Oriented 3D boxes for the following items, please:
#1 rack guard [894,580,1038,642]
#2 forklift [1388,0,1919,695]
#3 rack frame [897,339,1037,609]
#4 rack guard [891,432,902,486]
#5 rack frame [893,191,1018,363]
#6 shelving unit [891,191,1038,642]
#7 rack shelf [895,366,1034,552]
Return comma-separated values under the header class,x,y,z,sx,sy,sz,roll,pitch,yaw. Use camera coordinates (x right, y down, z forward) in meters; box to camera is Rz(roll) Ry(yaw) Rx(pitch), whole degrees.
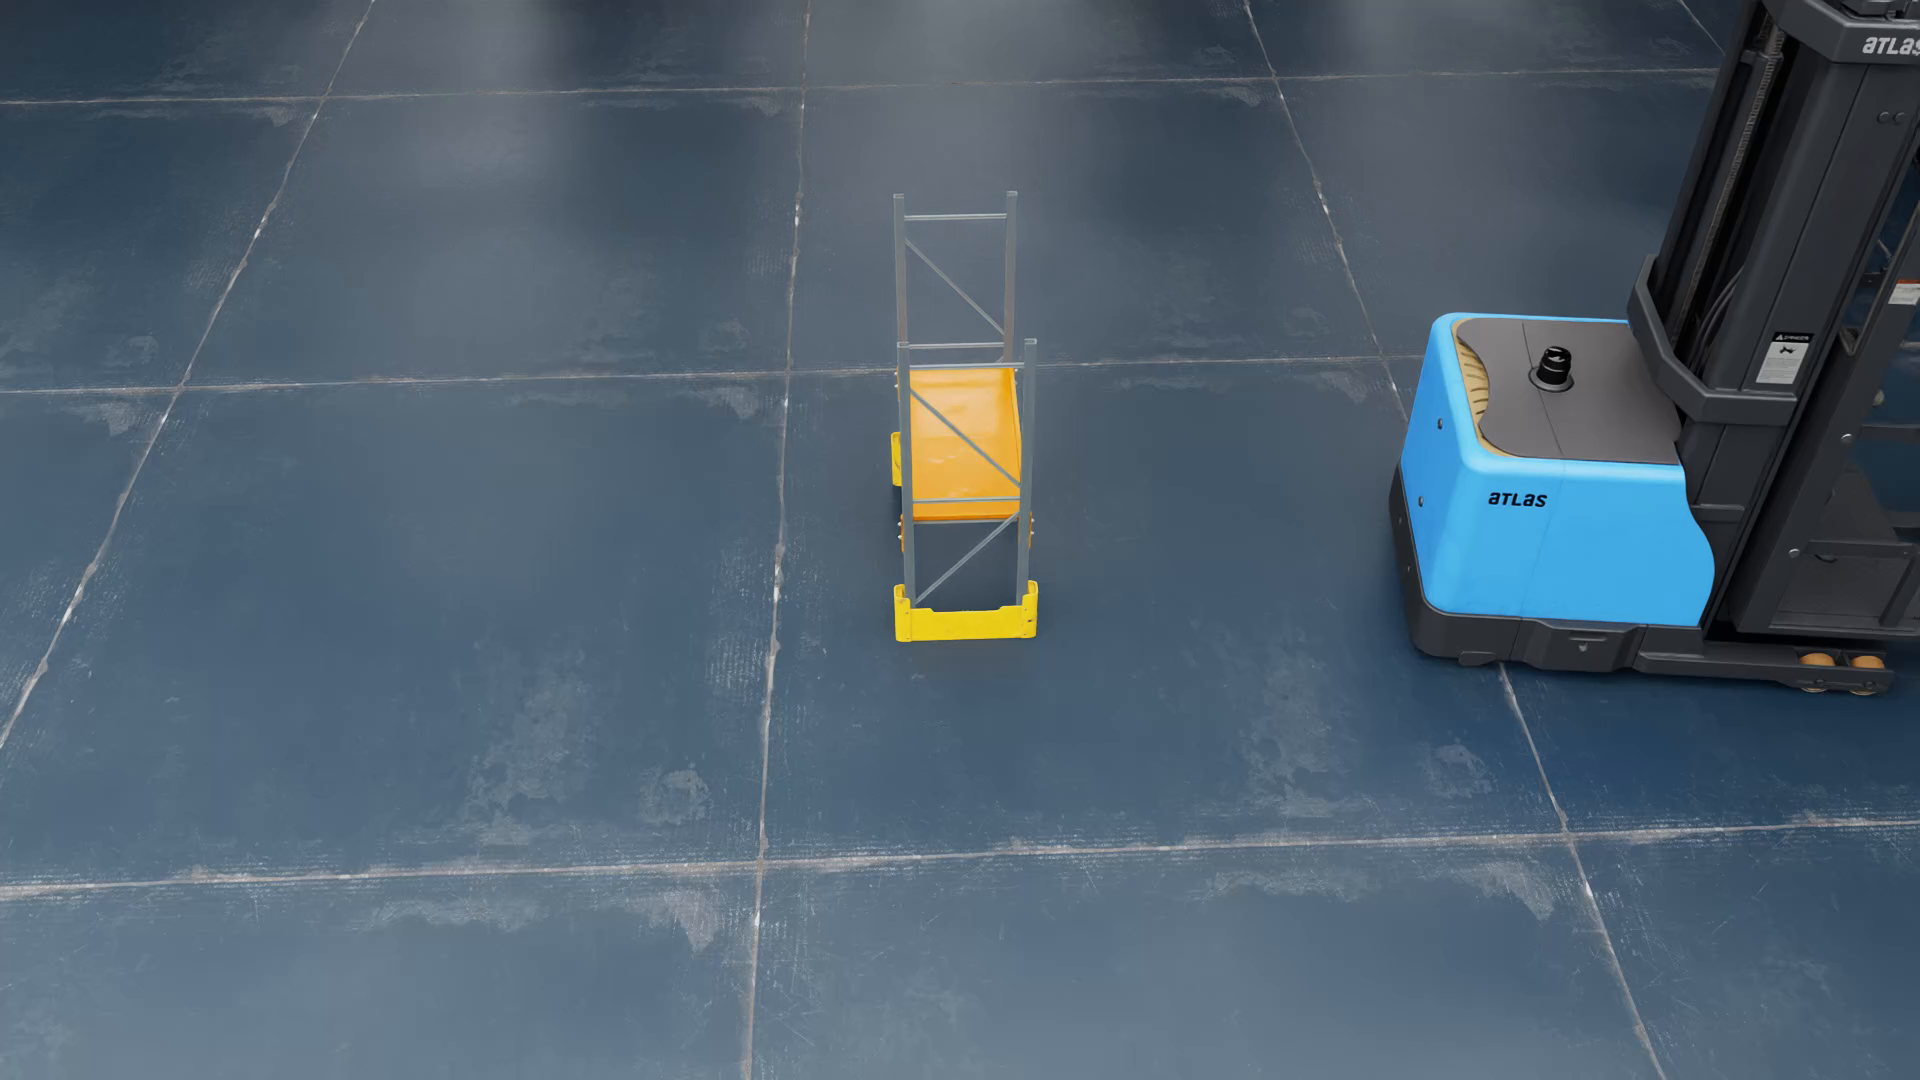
class,x,y,z,sx,sy,sz,roll,pitch,yaw
rack guard,0.024,0.296,6.892,0.587,0.250,0.087,-2,43,-2
forklift,3.402,-0.830,6.136,3.031,2.935,1.130,3,43,3
rack frame,0.025,-0.152,6.456,0.500,1.500,0.032,-2,43,-2
rack guard,-0.018,-0.377,7.626,0.587,0.250,0.087,-2,43,-2
rack frame,-0.018,-0.838,7.204,0.500,1.500,0.032,-2,43,-2
shelving unit,0.003,-0.501,6.837,0.587,1.500,1.083,-2,43,-2
rack shelf,0.004,-0.363,6.952,0.538,0.185,1.000,-2,43,-2
